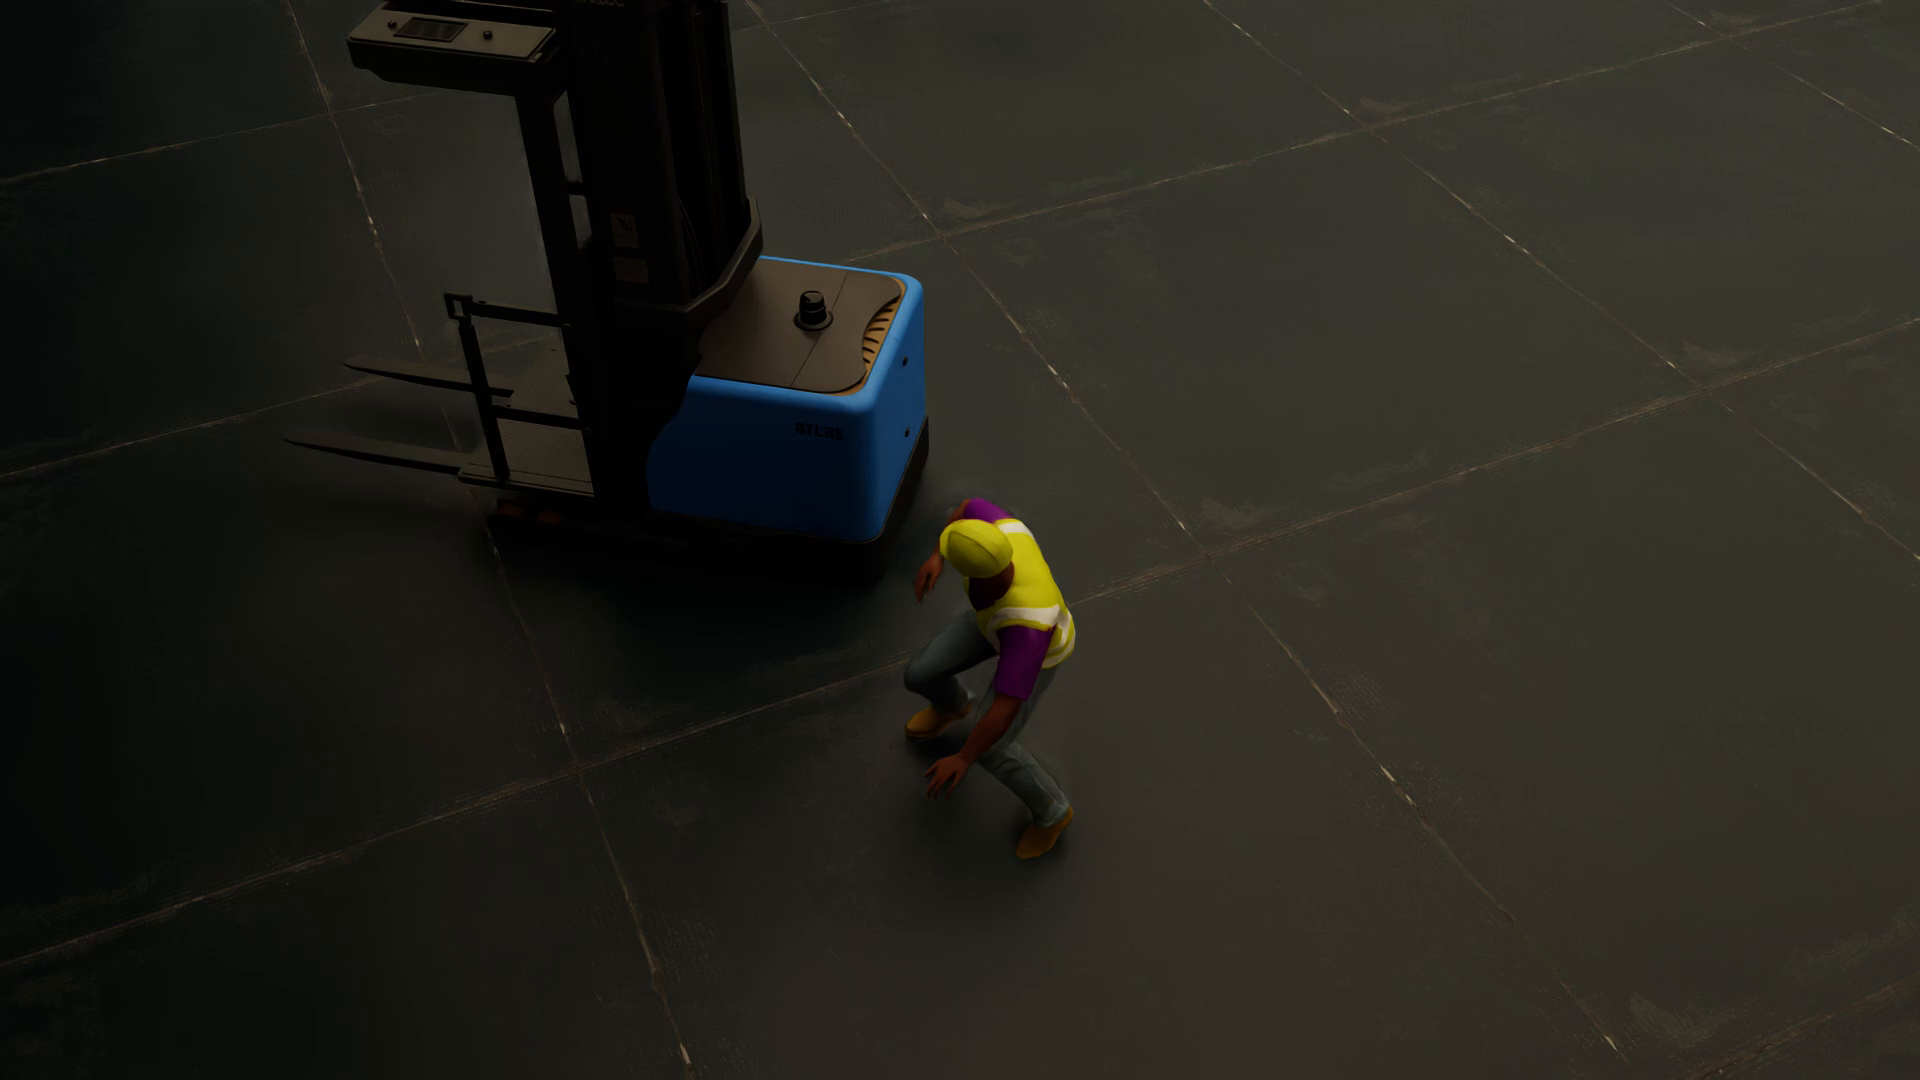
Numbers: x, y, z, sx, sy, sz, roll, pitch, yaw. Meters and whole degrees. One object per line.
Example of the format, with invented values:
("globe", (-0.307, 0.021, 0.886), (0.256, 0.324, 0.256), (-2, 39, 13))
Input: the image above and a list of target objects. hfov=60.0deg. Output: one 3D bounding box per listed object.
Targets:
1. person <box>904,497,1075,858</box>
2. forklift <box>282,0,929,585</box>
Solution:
("person", (0.057, 0.470, 6.270), (0.863, 1.520, 0.873), (-22, 47, -22))
("forklift", (-1.726, -1.392, 7.172), (3.031, 2.935, 1.130), (9, 44, 9))
